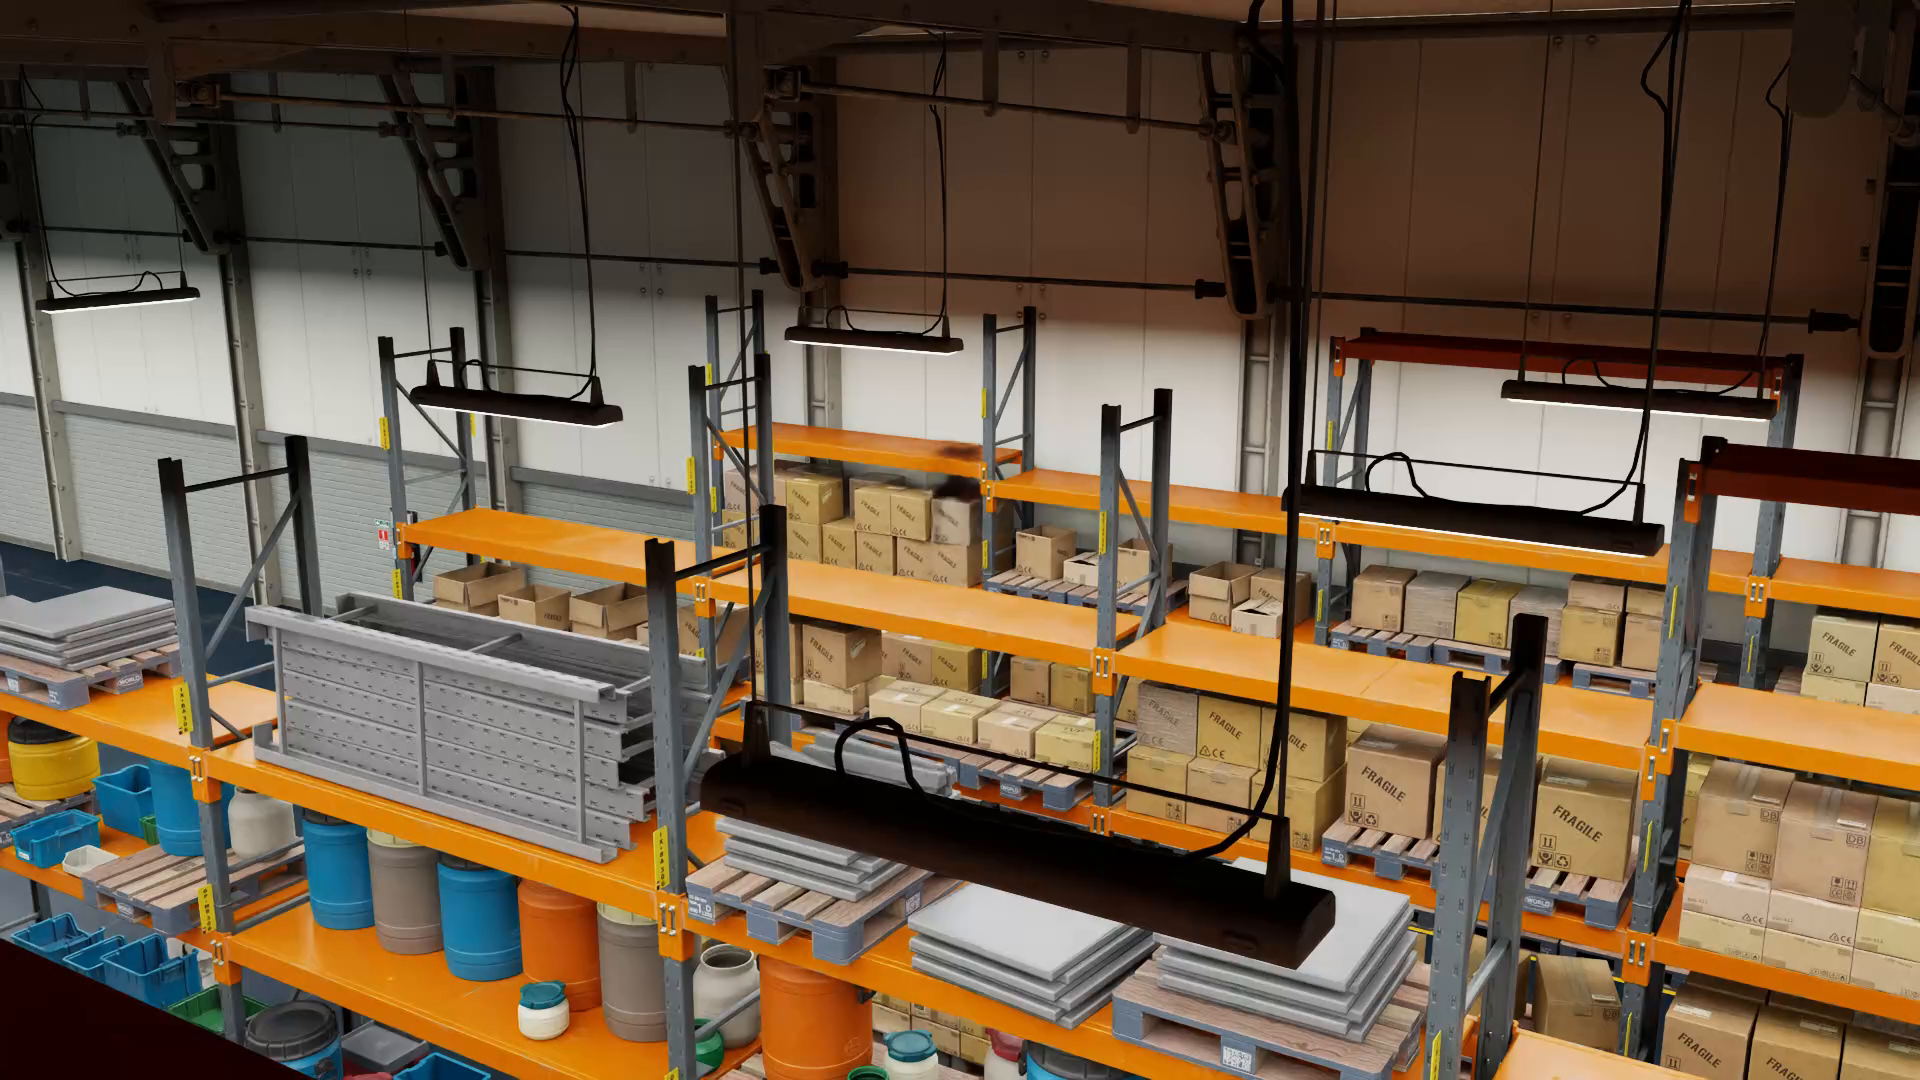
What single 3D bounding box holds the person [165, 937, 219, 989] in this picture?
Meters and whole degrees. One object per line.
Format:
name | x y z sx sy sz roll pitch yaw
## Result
person | -6.979 3.558 15.125 0.644 1.789 0.417 1 14 5
